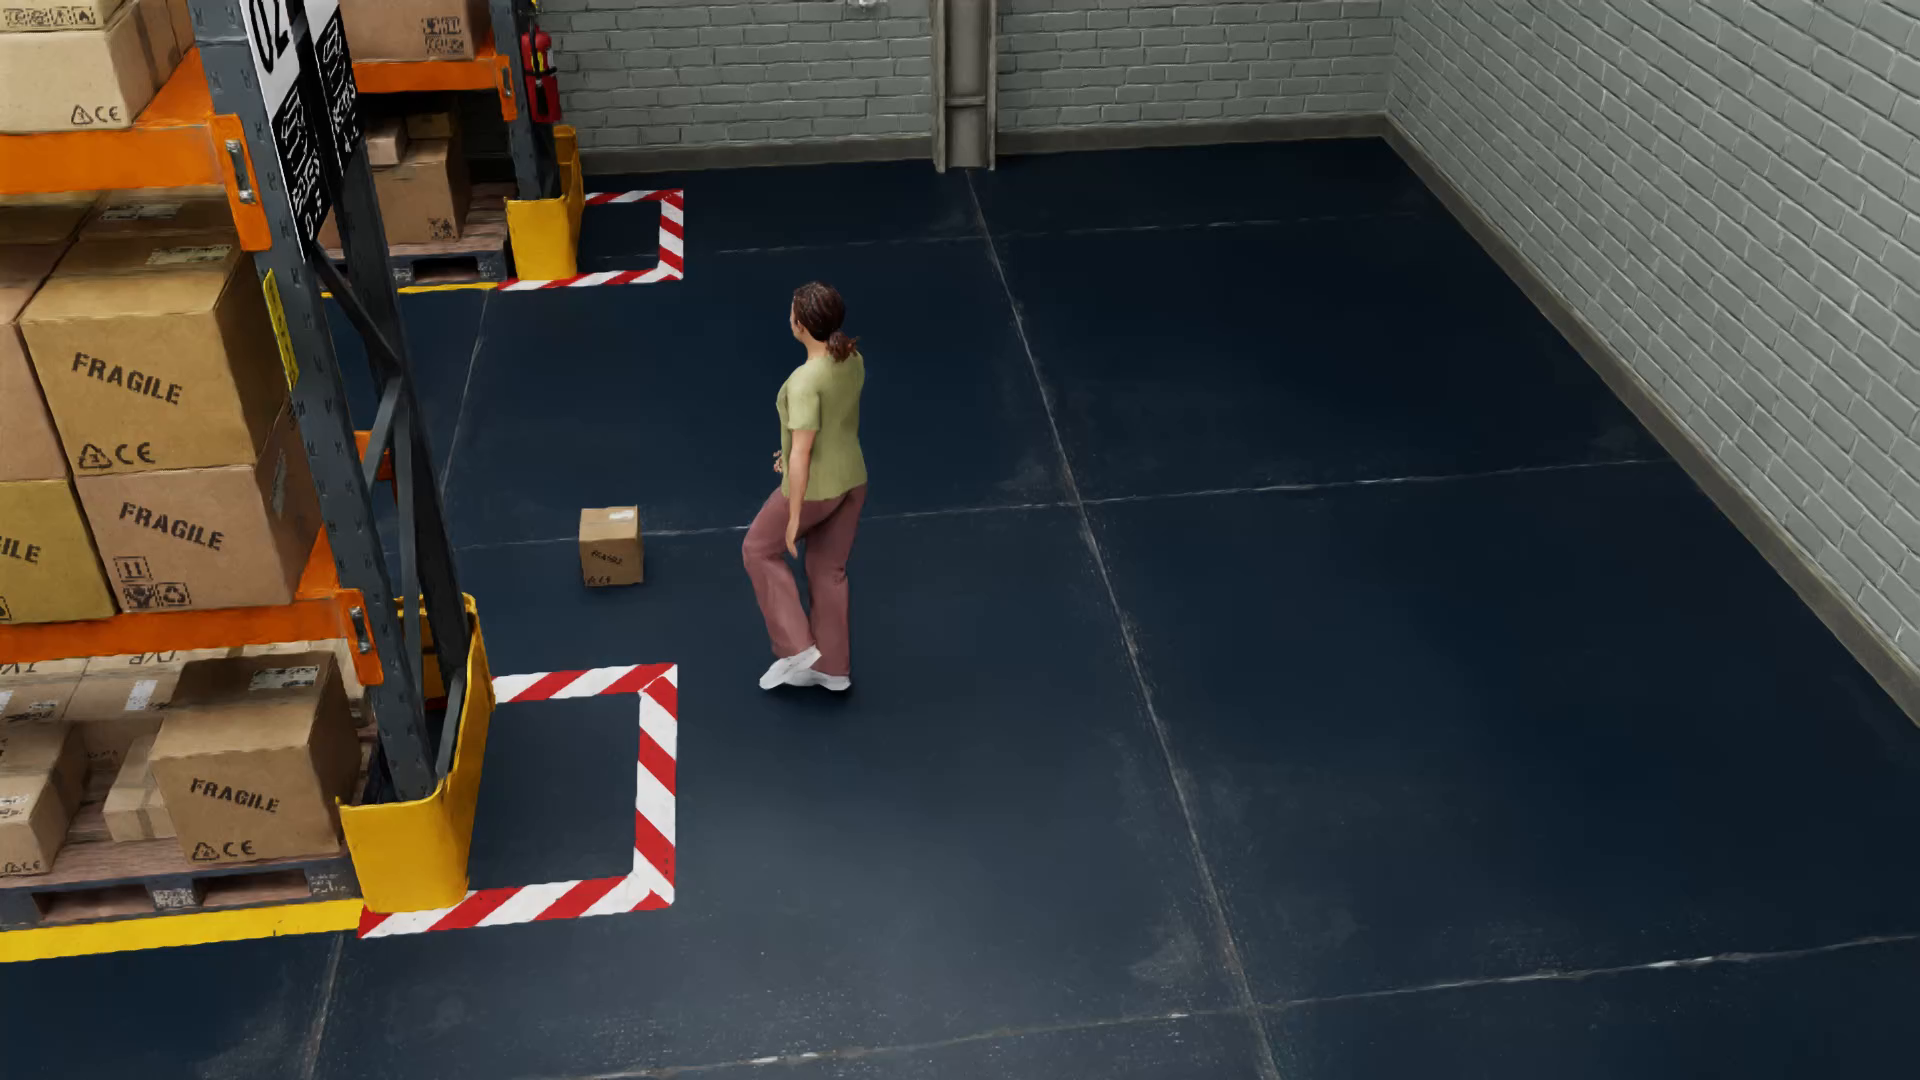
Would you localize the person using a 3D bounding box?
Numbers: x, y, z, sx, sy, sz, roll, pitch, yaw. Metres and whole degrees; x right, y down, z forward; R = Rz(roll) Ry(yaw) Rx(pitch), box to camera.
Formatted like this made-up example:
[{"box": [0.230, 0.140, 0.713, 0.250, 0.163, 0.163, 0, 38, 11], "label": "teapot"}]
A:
[{"box": [-0.594, -0.135, 6.409, 0.478, 1.538, 0.651, 20, 40, 27], "label": "person"}]
